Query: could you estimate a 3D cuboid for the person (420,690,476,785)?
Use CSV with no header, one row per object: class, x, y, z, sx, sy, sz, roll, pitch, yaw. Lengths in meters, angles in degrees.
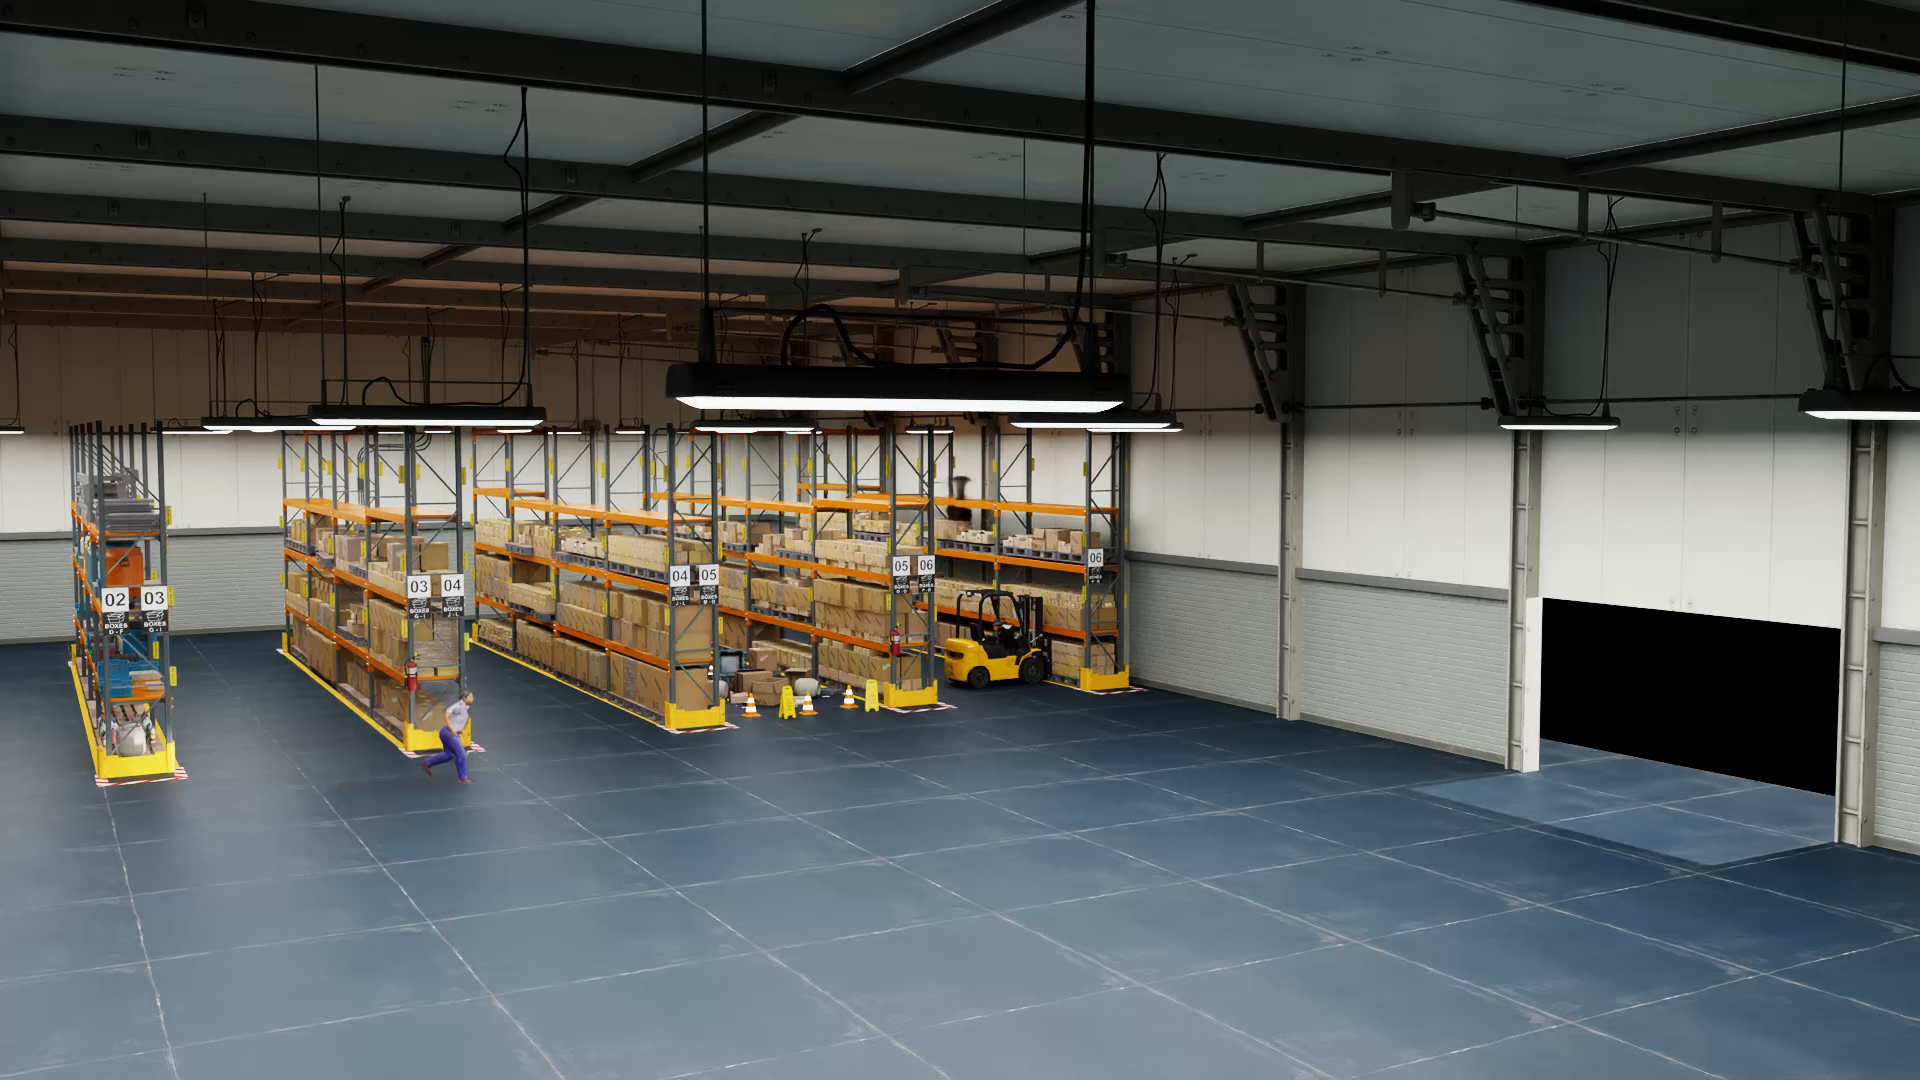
person,-8.473,3.268,27.402,0.927,1.614,0.623,0,4,3
